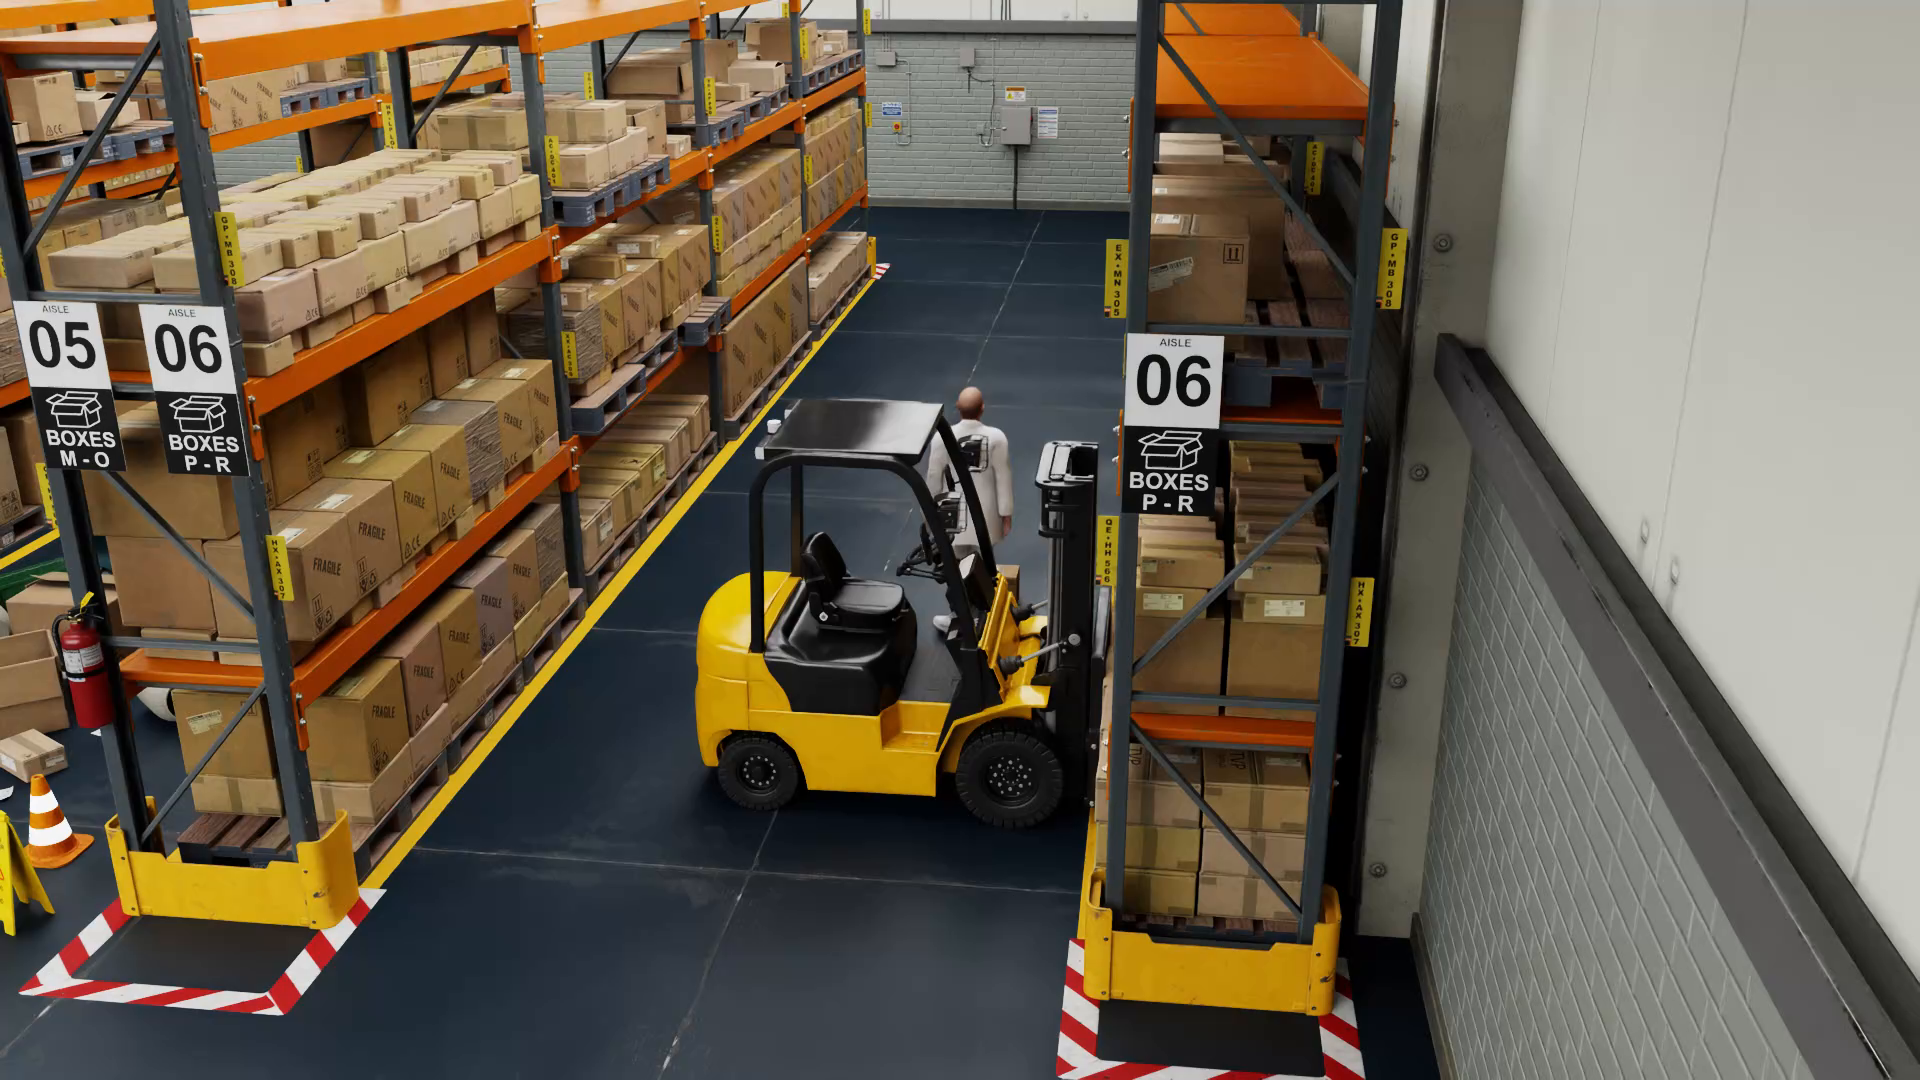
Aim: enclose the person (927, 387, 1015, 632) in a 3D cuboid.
[{"bbox_3d":[0.076,-0.209,11.582,0.613,1.778,0.447,1,21,4],"label":"person"}]
